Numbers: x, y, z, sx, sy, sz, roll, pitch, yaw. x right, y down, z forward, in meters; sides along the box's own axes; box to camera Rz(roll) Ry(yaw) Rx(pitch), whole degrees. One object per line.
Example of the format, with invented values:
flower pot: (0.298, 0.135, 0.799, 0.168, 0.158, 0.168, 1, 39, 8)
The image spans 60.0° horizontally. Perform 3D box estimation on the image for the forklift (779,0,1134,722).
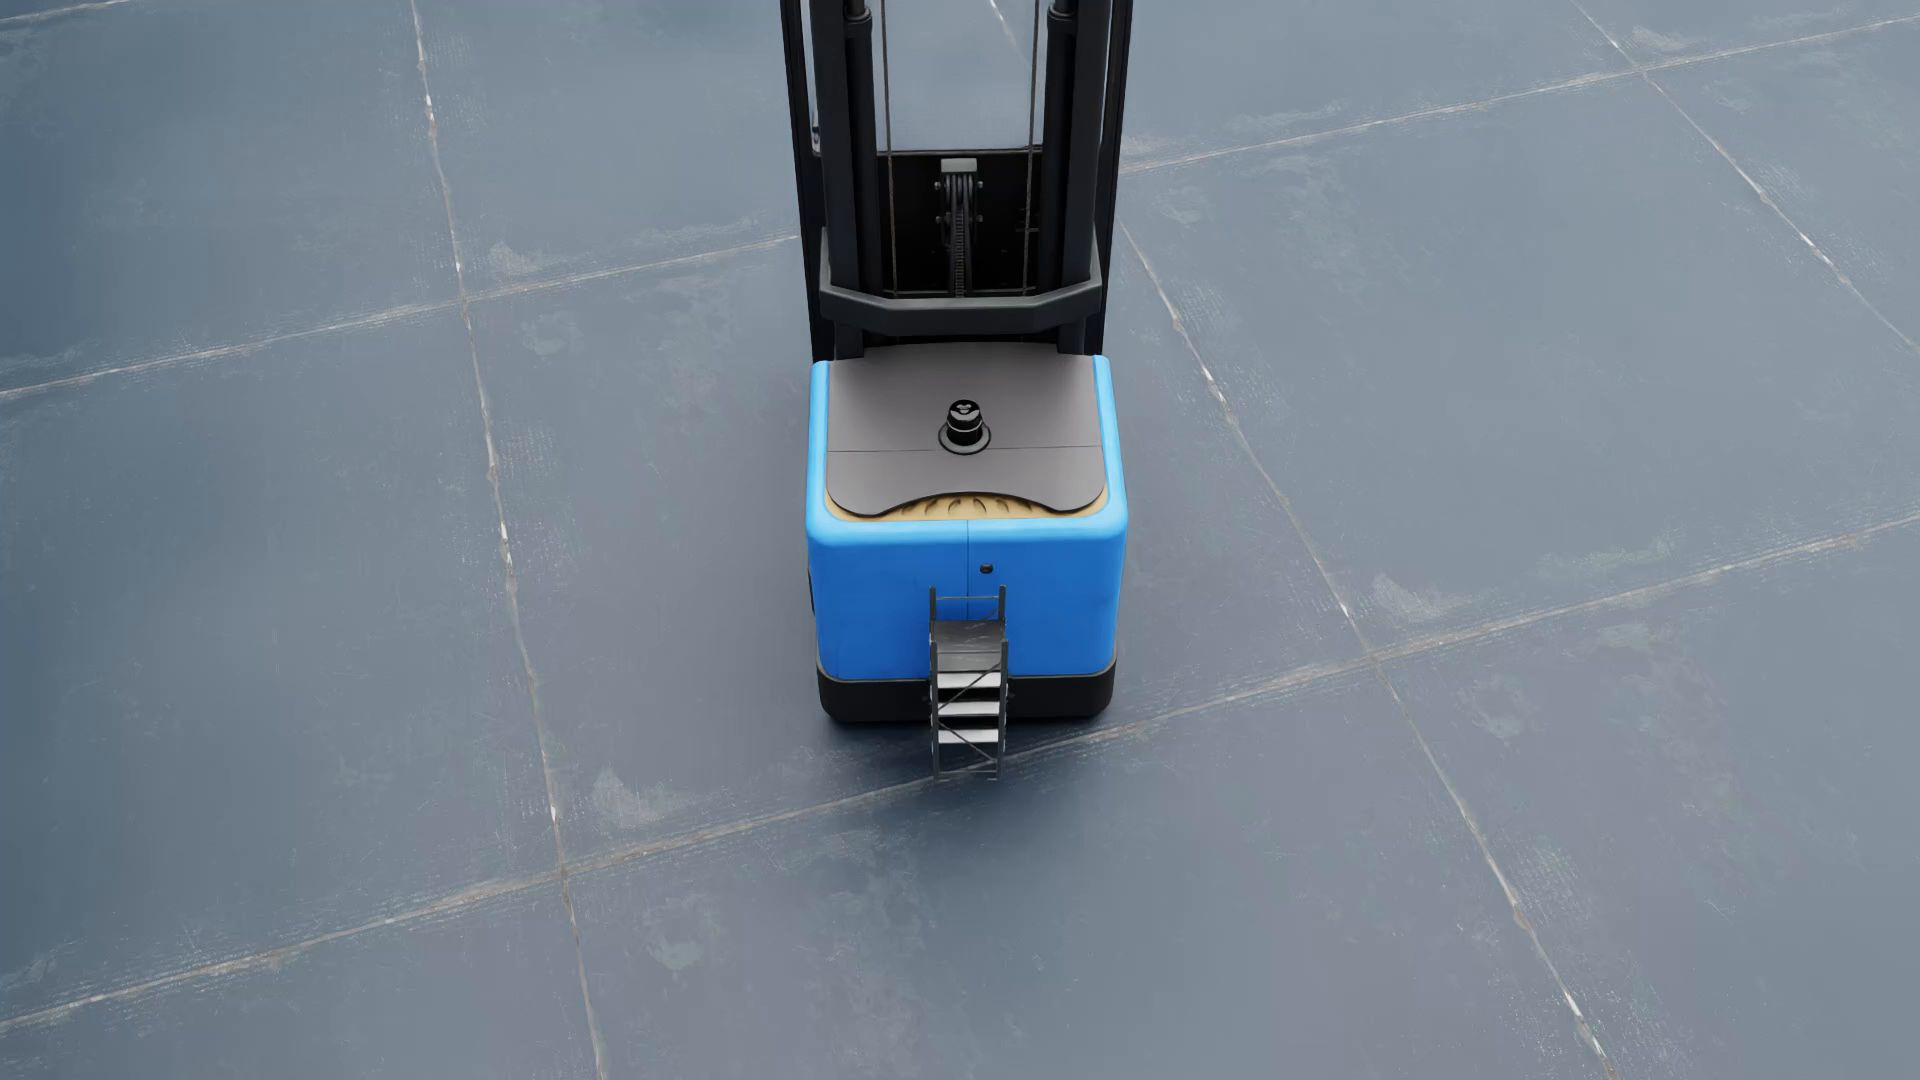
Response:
forklift: (-0.018, -1.420, 5.820, 1.130, 2.935, 3.031, -1, 50, -1)

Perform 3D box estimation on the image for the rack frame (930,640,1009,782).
rack frame: (0.028, 0.577, 5.466, 0.240, 0.900, 0.006, -1, 54, -1)

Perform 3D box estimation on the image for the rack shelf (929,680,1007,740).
rack shelf: (0.026, 0.568, 5.625, 0.258, 0.077, 0.200, -1, 54, -1)

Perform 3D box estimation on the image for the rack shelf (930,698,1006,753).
rack shelf: (0.025, 0.621, 5.698, 0.258, 0.077, 0.200, -1, 54, -1)

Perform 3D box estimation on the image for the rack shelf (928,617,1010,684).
rack shelf: (0.026, 0.355, 5.335, 0.258, 0.077, 0.200, -1, 54, -1)

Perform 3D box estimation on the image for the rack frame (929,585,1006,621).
rack frame: (0.023, 0.413, 5.586, 0.240, 0.900, 0.006, -1, 54, -1)

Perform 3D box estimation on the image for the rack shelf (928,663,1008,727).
rack shelf: (0.026, 0.514, 5.552, 0.258, 0.077, 0.200, -1, 54, -1)

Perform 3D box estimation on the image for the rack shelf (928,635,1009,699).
rack shelf: (0.026, 0.408, 5.407, 0.258, 0.077, 0.200, -1, 54, -1)

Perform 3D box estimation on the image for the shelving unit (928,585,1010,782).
shelving unit: (0.026, 0.495, 5.526, 0.258, 0.900, 0.210, -1, 54, -1)

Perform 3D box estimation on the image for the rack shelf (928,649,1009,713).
rack shelf: (0.026, 0.461, 5.480, 0.258, 0.077, 0.200, -1, 54, -1)
